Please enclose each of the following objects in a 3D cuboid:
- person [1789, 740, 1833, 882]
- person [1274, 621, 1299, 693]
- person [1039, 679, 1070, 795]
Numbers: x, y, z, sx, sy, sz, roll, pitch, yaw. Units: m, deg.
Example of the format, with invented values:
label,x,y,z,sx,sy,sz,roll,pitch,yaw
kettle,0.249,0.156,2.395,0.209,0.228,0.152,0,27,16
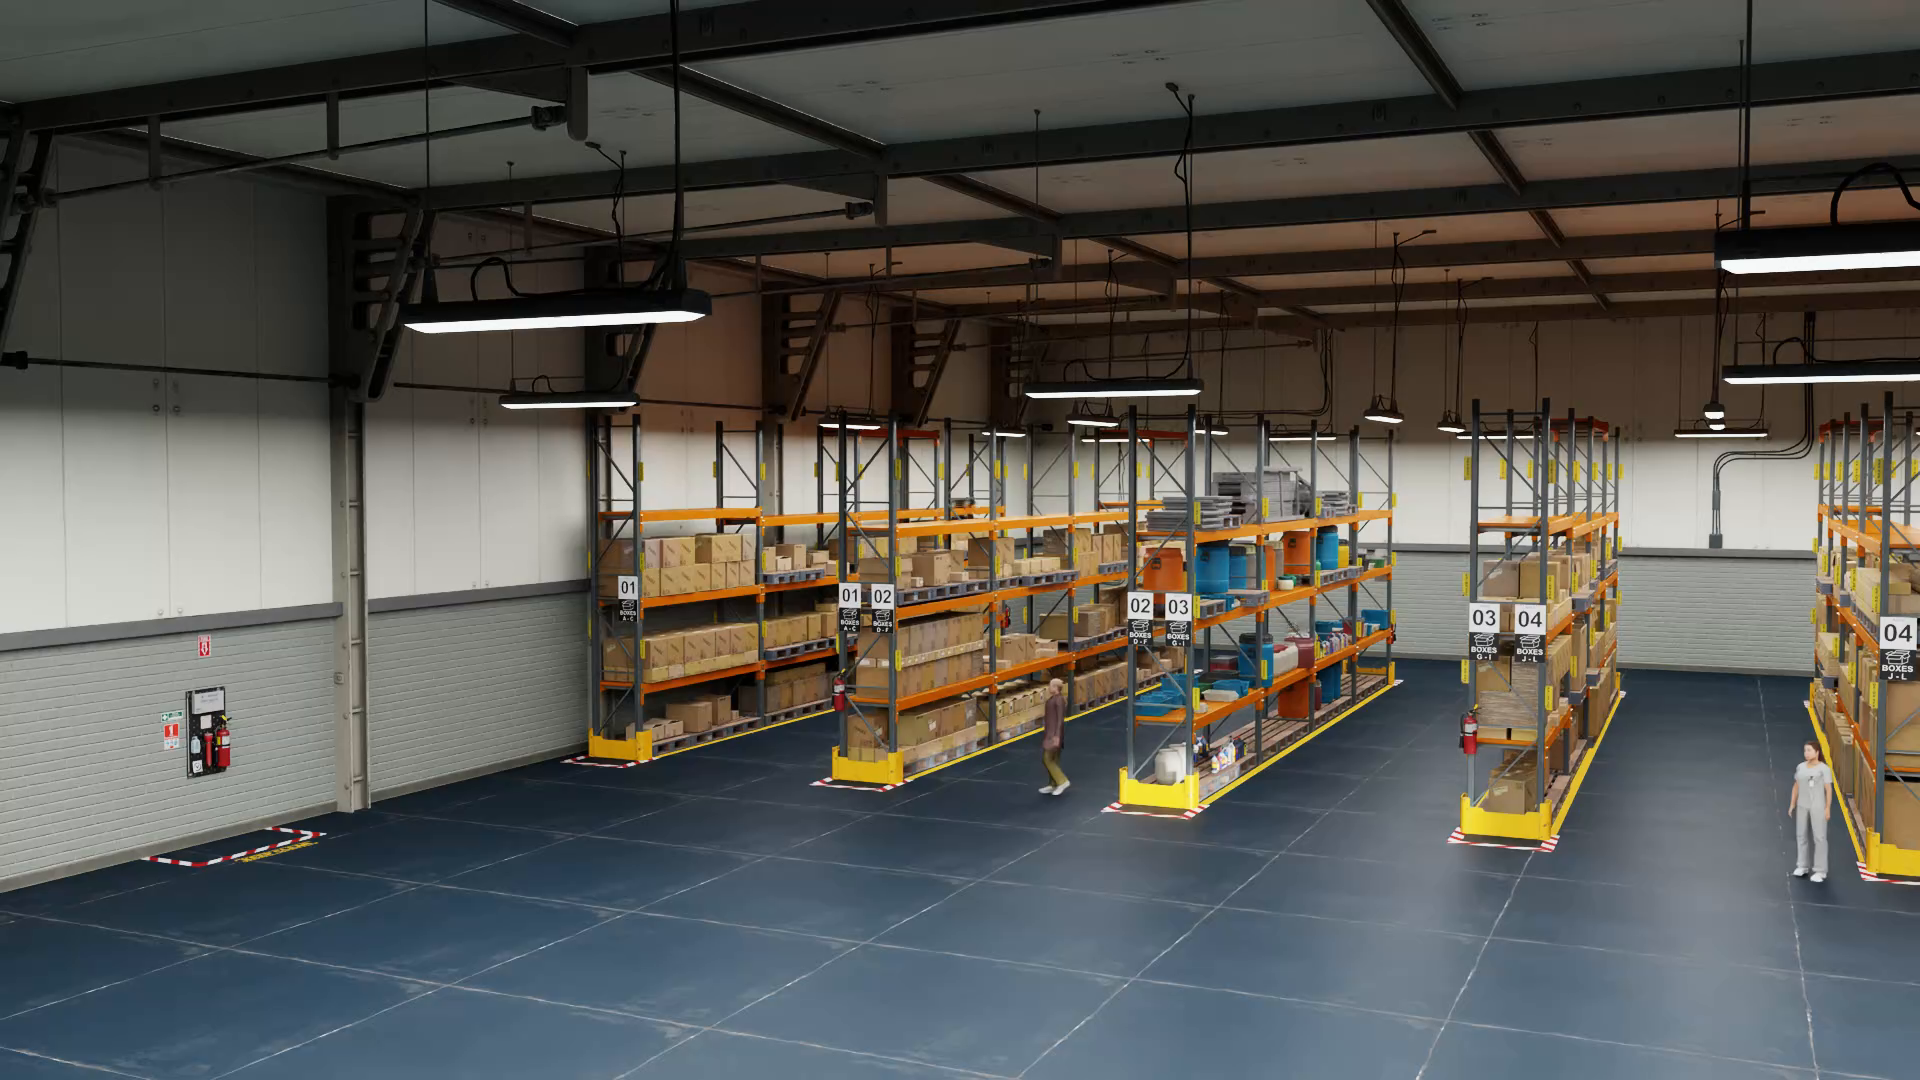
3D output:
label,x,y,z,sx,sy,sz,roll,pitch,yaw
person,10.490,3.320,20.525,0.406,1.688,0.474,-1,3,-30
person,7.447,2.635,37.454,0.951,1.639,0.424,-2,3,-41
person,1.461,3.041,25.781,0.481,1.782,0.635,0,2,-3
